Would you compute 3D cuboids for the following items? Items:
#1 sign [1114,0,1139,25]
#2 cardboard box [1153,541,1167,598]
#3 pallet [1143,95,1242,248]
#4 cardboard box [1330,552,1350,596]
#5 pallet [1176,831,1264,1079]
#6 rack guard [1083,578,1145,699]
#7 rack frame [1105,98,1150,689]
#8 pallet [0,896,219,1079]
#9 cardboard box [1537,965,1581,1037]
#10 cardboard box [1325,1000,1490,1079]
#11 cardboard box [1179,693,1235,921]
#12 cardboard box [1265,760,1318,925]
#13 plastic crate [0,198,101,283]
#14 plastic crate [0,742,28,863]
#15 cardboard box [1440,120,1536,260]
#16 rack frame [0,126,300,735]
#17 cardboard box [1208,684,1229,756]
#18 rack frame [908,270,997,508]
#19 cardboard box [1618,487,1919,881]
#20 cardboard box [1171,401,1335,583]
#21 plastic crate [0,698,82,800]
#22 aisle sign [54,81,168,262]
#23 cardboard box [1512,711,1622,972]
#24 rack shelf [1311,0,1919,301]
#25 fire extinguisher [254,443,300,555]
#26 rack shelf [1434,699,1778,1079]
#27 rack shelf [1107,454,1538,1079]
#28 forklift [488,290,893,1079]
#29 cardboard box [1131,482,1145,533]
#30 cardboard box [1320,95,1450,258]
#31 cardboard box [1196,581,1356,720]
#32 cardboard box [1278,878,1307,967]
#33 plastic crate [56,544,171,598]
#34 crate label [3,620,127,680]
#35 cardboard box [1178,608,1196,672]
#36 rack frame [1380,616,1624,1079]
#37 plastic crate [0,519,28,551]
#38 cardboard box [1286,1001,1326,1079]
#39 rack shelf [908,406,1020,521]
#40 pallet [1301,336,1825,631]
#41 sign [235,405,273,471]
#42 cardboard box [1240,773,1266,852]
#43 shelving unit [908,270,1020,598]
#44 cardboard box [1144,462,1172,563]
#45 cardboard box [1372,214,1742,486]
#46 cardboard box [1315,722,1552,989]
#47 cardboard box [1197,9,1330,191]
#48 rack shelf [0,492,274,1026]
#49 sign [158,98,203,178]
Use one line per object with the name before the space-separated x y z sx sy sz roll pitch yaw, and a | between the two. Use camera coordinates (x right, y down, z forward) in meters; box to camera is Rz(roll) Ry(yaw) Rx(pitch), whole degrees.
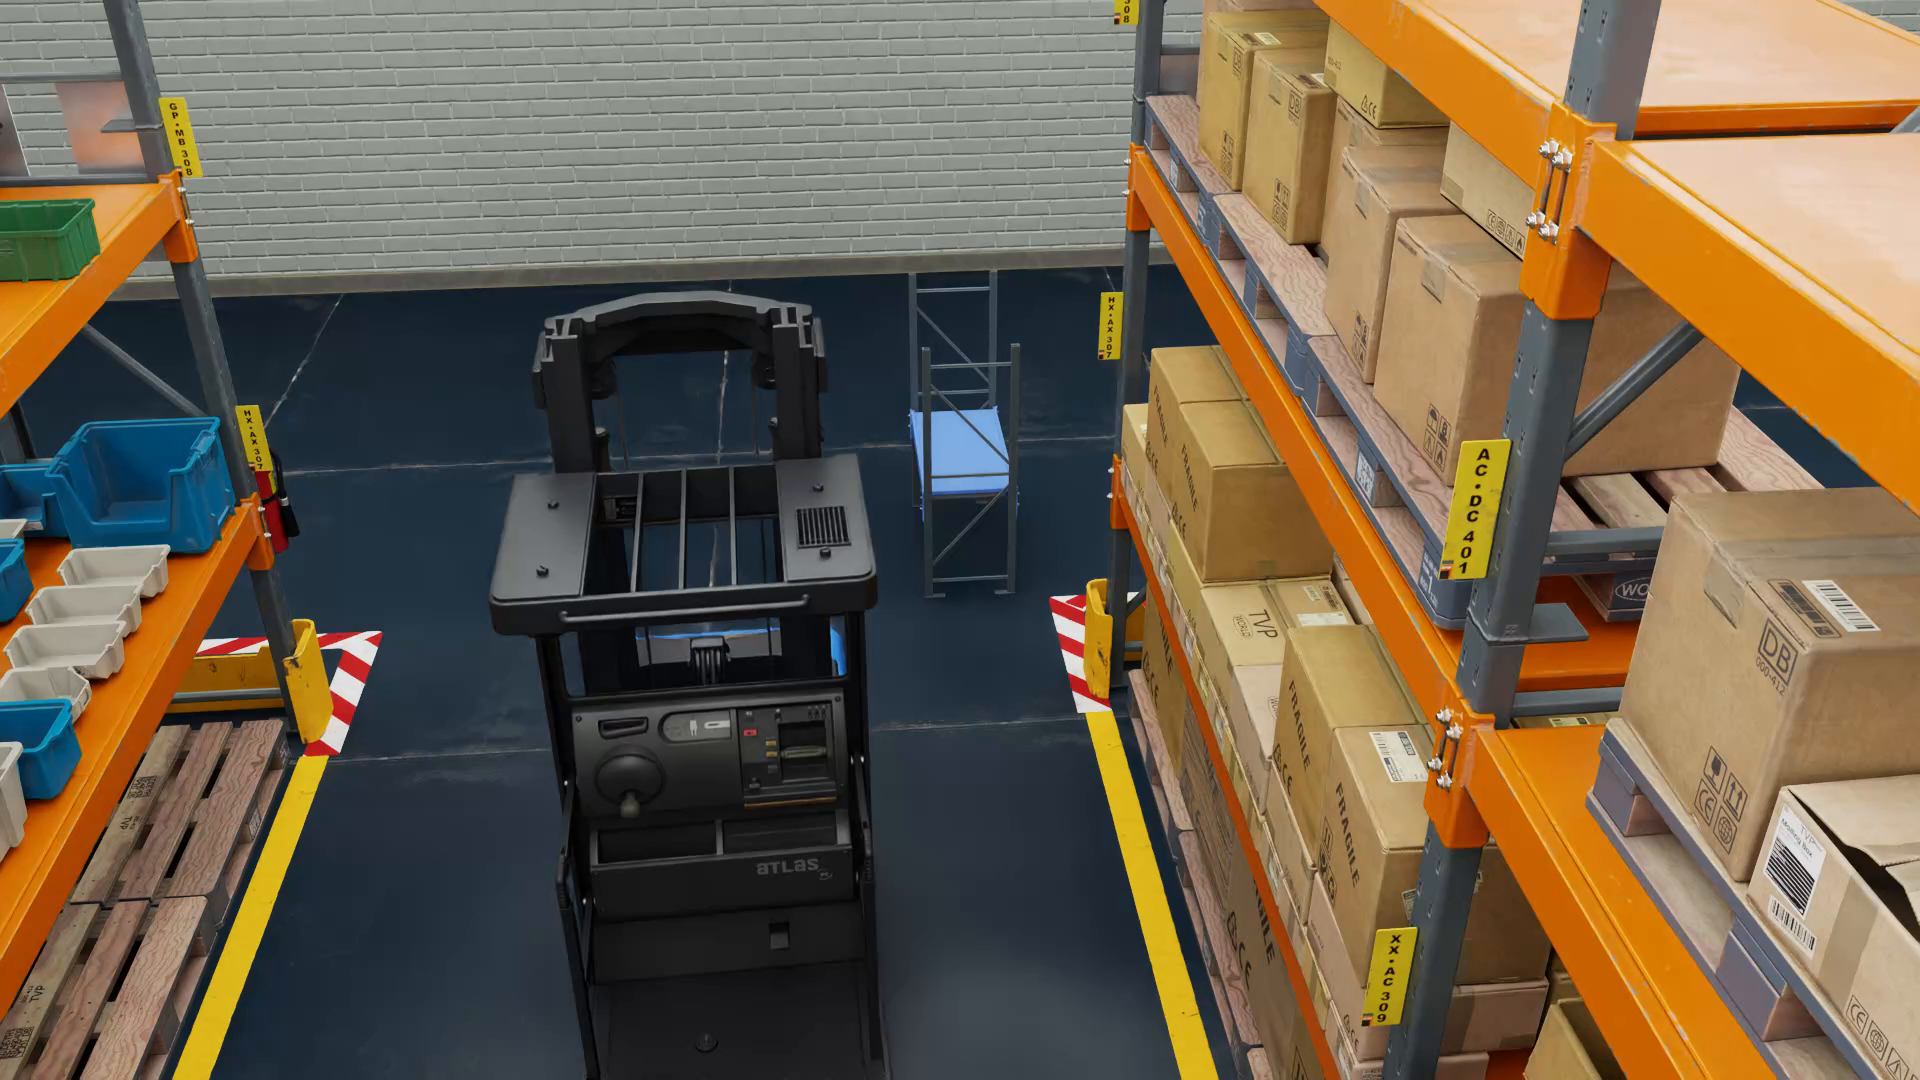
sign | 0.682 -2.258 6.752 0.100 0.325 0.005 -3 31 -5
cardboard box | 1.015 0.115 6.878 0.380 0.149 0.250 -3 31 -5
pallet | 1.314 -1.456 6.425 1.003 0.211 1.213 -3 31 -5
cardboard box | 1.639 0.105 6.505 0.500 0.250 0.500 -4 31 -6
pallet | 1.498 1.638 6.802 1.003 0.211 1.213 -3 31 -5
rack guard | 1.233 0.476 8.466 1.175 0.500 0.348 -3 31 -5
rack frame | 1.235 -0.585 7.805 1.000 3.000 0.127 -3 31 -5
pallet | -3.547 1.894 6.374 1.003 0.211 1.213 -3 31 -5
cardboard box | 1.825 1.141 4.770 0.500 0.250 0.500 -3 31 -5
cardboard box | 1.254 1.425 4.684 0.380 0.149 0.250 -3 31 -4
cardboard box | 1.459 0.934 6.923 0.875 0.875 0.875 -3 31 -5
cardboard box | 1.255 0.917 5.146 0.500 0.250 0.500 -2 31 -3
plastic crate | -3.320 -1.055 5.872 0.450 0.188 0.336 -3 31 -5
plastic crate | -3.282 0.931 5.323 0.437 0.282 0.530 -3 31 -5
cardboard box | 1.527 -0.899 4.070 0.500 0.250 0.500 -5 31 -8
rack frame | -3.697 -0.348 7.407 1.000 3.000 0.127 -3 31 -5
cardboard box | 1.111 0.639 6.001 0.380 0.149 0.250 -2 31 -4
rack frame | -0.040 -0.860 9.727 0.500 1.500 0.032 -3 31 -5
cardboard box | 1.673 0.242 2.988 0.700 0.500 0.500 -2 31 -3
cardboard box | 1.112 -0.193 6.273 0.500 0.500 0.500 -4 31 -6
plastic crate | -3.249 0.735 5.700 0.416 0.233 0.300 -3 31 -5
aisle sign | -3.412 -1.515 6.826 0.394 0.787 0.004 -3 31 -5
cardboard box | 1.818 0.815 4.585 0.500 0.500 0.500 -3 31 -5
rack shelf | 1.422 -1.659 4.844 1.077 0.370 4.000 -3 31 -5
fire extinguisher | -3.258 -0.253 7.688 0.296 0.674 0.183 -3 31 -5
rack shelf | 1.795 1.499 2.091 1.077 0.370 4.000 -3 31 -5
rack shelf | 1.422 0.745 6.280 1.077 0.370 4.000 -3 31 -5
forklift | -0.829 0.791 5.568 1.130 2.935 3.031 -4 31 -6
cardboard box | 0.965 -0.149 7.320 0.380 0.149 0.250 -3 31 -5
cardboard box | 1.522 -1.042 5.040 0.700 0.500 0.500 -1 31 -2
cardboard box | 1.163 0.398 6.016 0.500 0.250 0.500 -3 31 -6
cardboard box | 1.206 1.163 5.124 0.380 0.149 0.250 -3 31 -5
plastic crate | -3.440 0.147 6.777 0.396 0.136 0.243 -3 31 -5
crate label | -3.377 0.437 6.292 0.396 0.136 0.243 -3 31 -5
cardboard box | 1.062 0.376 6.440 0.380 0.149 0.250 -3 31 -5
rack frame | 1.608 1.457 4.386 1.000 3.000 0.127 -3 31 -5
plastic crate | -4.054 0.049 6.941 0.250 0.136 0.298 -3 31 -5
cardboard box | 1.626 1.848 5.393 0.875 0.875 0.875 -3 31 -5
rack shelf | 0.008 -0.446 9.385 0.538 0.185 1.000 -3 31 -5
pallet | 1.542 -0.211 4.339 1.003 0.211 1.213 -3 31 -5
sign | -3.150 -0.452 7.424 0.100 0.325 0.005 -3 31 -5
cardboard box | 1.157 0.900 5.564 0.380 0.149 0.250 -2 31 -4
shelving unit | 0.008 -0.600 9.293 0.538 1.500 1.048 -3 31 -5
cardboard box | 1.066 -0.125 6.891 0.500 0.250 0.500 -3 31 -5
cardboard box | 1.476 -0.493 4.122 0.700 0.500 0.500 -5 31 -8
cardboard box | 1.299 0.850 4.527 0.500 0.500 0.500 -2 31 -3
cardboard box | 1.269 -1.583 5.946 0.700 0.500 0.500 -4 31 -6
rack shelf | -3.510 0.982 5.882 1.077 0.370 4.000 -3 31 -5
sign | -3.150 -1.625 6.723 0.100 0.325 0.005 -3 31 -5
